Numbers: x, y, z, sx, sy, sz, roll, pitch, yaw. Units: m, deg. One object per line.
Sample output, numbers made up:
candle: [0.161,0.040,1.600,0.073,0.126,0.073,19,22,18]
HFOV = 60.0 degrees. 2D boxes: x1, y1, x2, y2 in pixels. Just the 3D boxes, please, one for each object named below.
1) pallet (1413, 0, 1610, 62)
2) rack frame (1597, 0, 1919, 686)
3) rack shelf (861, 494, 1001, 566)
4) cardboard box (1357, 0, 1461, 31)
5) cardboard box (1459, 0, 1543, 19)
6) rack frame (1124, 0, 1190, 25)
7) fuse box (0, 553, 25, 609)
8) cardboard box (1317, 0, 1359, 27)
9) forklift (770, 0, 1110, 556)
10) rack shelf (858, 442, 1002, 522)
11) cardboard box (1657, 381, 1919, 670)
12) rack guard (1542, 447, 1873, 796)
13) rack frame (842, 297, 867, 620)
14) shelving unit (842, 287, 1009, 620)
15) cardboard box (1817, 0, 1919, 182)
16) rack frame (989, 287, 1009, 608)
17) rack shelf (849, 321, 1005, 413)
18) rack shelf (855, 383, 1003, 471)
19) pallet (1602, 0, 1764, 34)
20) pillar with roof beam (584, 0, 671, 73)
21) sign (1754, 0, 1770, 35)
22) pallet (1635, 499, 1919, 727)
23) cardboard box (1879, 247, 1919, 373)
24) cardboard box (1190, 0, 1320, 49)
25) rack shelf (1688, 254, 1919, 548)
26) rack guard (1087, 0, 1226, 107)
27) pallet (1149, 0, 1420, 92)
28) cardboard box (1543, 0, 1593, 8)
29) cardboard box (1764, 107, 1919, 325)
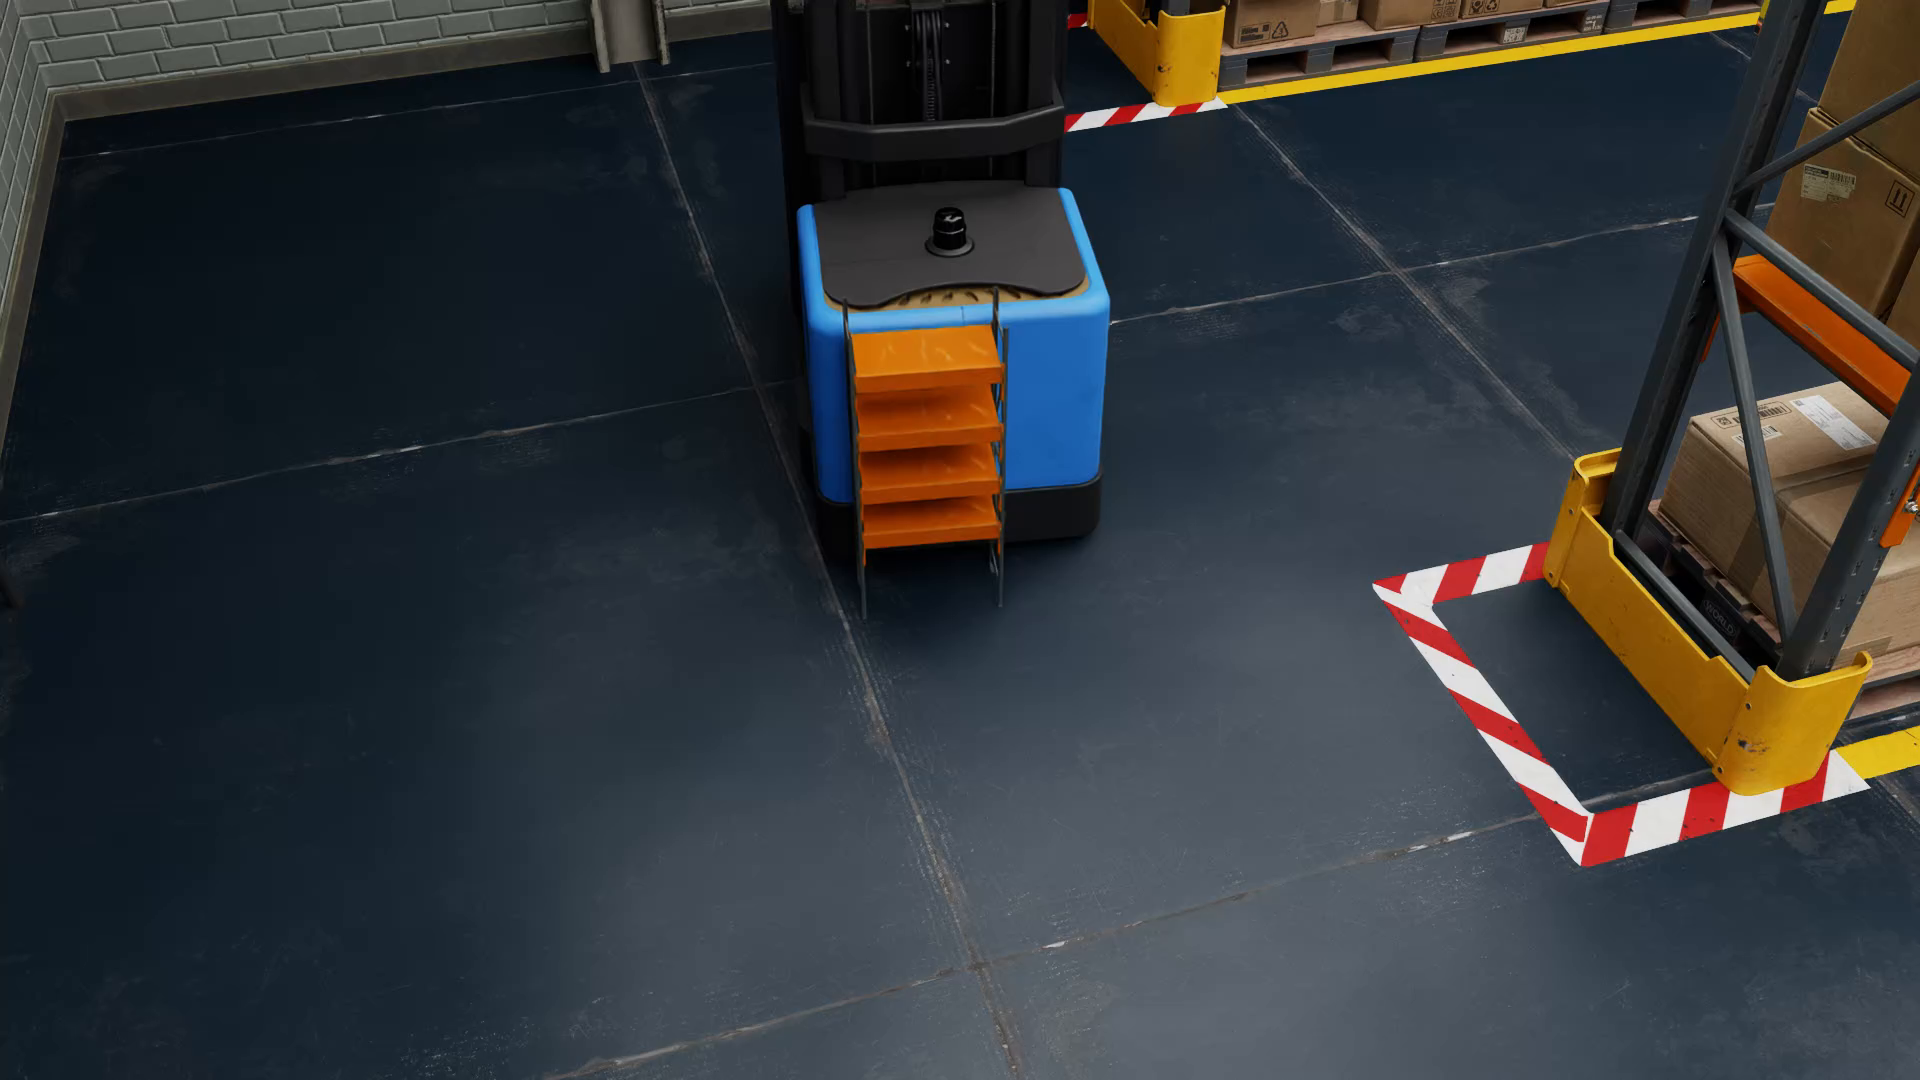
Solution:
pallet: [2.984,-3.182,9.731,1.213,0.211,1.003,-12,42,-13]
rack frame: [2.484,-0.706,4.778,0.127,3.000,1.000,-12,42,-13]
rack shelf: [-0.112,-0.066,5.818,0.480,0.148,0.258,-5,41,-6]
cardboard box: [2.428,-3.243,9.262,0.500,0.500,0.700,-10,42,-11]
cardboard box: [2.963,-3.284,9.310,0.500,0.500,0.500,-11,42,-12]
rack frame: [0.989,-3.820,8.342,0.127,3.000,1.000,-12,42,-13]
fuse box: [-3.379,-0.438,5.451,0.414,1.711,0.539,-12,42,-13]
cardboard box: [2.018,-3.025,9.281,0.250,0.149,0.380,-13,43,-15]
forklift: [-0.178,-2.016,6.329,1.130,2.935,3.031,-5,41,-6]
rack shelf: [-0.112,-0.215,5.687,0.480,0.148,0.258,-5,41,-6]
cardboard box: [3.083,-0.092,5.704,0.875,0.438,0.875,-13,43,-15]
rack guard: [2.461,0.240,5.595,0.348,0.500,1.175,-12,42,-13]
rack frame: [-0.354,-0.246,5.619,0.015,1.200,0.240,-5,41,-6]
shelving unit: [-0.112,-0.266,5.642,0.503,1.200,0.258,-5,41,-6]
cardboard box: [2.872,-1.365,4.696,0.500,0.500,0.500,-10,42,-12]
rack frame: [0.130,-0.287,5.666,0.015,1.200,0.240,-5,41,-6]
rack shelf: [-0.112,-0.562,5.384,0.480,0.148,0.258,-5,41,-6]
rack shelf: [-0.112,-0.384,5.539,0.480,0.148,0.258,-5,41,-6]
pallet: [4.149,-3.425,10.010,1.213,0.211,1.003,-12,42,-13]
pillar with roof beam: [-0.560,-3.410,3.314,0.400,9.000,9.100,-12,42,-13]
sign: [2.334,-1.574,4.712,0.005,0.325,0.100,-12,42,-13]
pallet: [3.223,0.137,5.932,1.213,0.211,1.003,-12,42,-13]
cardboard box: [3.028,-0.658,4.647,0.500,0.500,0.500,-12,43,-13]
cardboard box: [1.601,-3.099,9.096,0.637,0.503,0.797,-13,43,-15]
rack shelf: [4.392,-0.830,5.467,4.000,0.370,1.077,-12,42,-13]
rack guard: [1.062,-2.894,9.182,0.348,0.500,1.175,-12,42,-13]
pallet: [1.822,-2.943,9.458,1.213,0.211,1.003,-12,42,-13]
cardboard box: [3.418,-3.448,9.497,0.500,0.500,0.700,-13,43,-15]
cardboard box: [2.864,-1.005,5.044,0.500,0.500,0.500,-11,42,-13]
